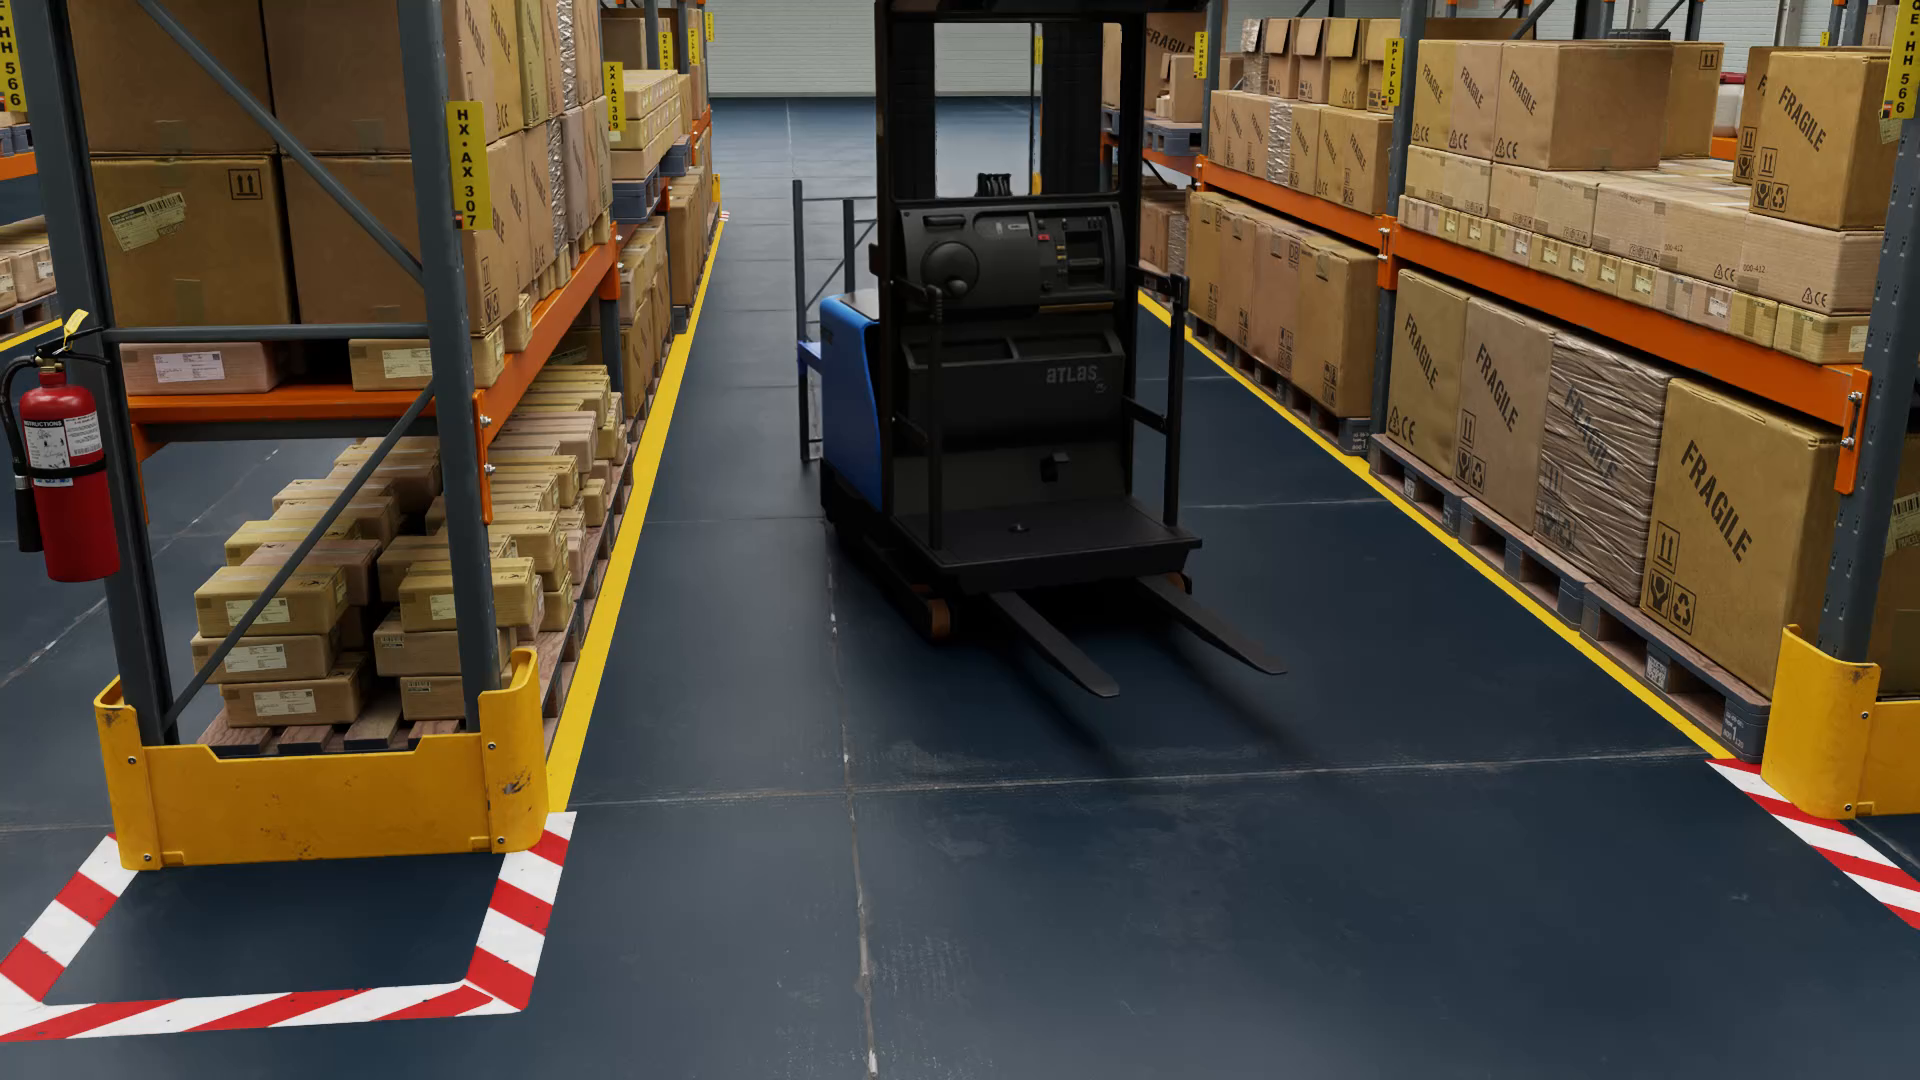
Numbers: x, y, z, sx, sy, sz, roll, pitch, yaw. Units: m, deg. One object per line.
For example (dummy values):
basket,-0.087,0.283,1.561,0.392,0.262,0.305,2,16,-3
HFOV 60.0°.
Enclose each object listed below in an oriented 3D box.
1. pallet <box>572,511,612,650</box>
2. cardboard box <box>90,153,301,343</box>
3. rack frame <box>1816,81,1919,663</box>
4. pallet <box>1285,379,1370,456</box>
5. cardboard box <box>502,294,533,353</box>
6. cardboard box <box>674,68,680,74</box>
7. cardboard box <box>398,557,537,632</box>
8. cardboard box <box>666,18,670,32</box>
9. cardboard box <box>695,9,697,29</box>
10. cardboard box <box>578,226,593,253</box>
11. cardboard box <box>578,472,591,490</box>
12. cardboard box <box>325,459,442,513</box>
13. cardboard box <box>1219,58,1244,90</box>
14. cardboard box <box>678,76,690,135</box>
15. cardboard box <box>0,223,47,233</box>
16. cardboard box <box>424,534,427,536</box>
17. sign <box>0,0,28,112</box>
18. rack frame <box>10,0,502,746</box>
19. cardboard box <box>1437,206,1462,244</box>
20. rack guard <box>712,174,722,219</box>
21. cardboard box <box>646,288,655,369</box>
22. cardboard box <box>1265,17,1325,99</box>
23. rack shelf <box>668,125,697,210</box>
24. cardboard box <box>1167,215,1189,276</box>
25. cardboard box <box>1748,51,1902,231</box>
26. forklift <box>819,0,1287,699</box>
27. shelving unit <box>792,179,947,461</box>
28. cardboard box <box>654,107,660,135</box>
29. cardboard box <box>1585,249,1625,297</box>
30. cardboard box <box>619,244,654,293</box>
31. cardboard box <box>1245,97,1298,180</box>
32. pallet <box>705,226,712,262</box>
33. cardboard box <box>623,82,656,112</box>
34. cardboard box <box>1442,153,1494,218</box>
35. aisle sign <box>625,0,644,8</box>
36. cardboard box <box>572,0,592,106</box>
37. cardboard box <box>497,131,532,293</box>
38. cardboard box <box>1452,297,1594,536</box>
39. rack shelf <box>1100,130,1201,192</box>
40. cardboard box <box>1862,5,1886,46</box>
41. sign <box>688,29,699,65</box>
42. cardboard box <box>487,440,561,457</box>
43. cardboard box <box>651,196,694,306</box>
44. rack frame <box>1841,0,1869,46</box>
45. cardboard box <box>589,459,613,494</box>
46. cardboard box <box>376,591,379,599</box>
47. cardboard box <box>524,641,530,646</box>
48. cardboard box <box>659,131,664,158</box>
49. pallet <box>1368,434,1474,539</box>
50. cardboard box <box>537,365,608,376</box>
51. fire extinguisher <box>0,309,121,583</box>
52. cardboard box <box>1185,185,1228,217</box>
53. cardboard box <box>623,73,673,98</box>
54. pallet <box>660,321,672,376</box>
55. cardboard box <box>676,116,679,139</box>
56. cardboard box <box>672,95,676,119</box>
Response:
pallet,-1.996,0.161,6.811,1.003,0.211,1.213,-2,18,-6
cardboard box,-2.119,-0.856,4.734,0.500,0.500,0.500,-1,17,-5
rack frame,3.128,-0.664,4.784,1.000,3.000,0.127,-2,18,-6
pallet,2.560,-0.753,9.723,1.003,0.211,1.213,-2,18,-6
cardboard box,-1.566,-0.684,5.267,0.380,0.149,0.250,-2,18,-7
cardboard box,-3.104,-4.297,16.106,0.875,0.550,0.550,-2,18,-6
cardboard box,-1.533,0.169,5.198,0.380,0.149,0.250,-3,18,-8
cardboard box,-2.997,-4.493,15.145,0.700,0.500,0.500,-2,18,-7
cardboard box,-3.212,-5.297,17.488,0.875,0.550,0.500,-2,18,-6
cardboard box,-1.864,-1.380,7.484,0.380,0.149,0.250,-1,17,-3
cardboard box,-1.821,-0.318,7.244,0.380,0.149,0.250,-1,17,-4
cardboard box,-2.209,-0.204,6.384,0.380,0.149,0.250,-2,18,-7
cardboard box,2.207,-3.455,12.807,0.500,0.500,0.500,-4,18,-12
cardboard box,-2.682,-3.866,14.817,0.500,0.500,0.500,-2,18,-6
cardboard box,-7.833,-2.509,14.348,0.950,0.372,0.625,-1,17,-2
cardboard box,-2.282,0.084,6.459,0.380,0.149,0.250,-1,17,-5
sign,-2.371,-1.233,4.136,0.100,0.325,0.005,-2,18,-6
rack frame,-1.816,-0.541,4.392,1.000,3.000,0.127,-2,18,-6
cardboard box,2.470,-1.481,7.805,0.380,0.149,0.250,-1,17,-4
rack guard,-3.469,-4.122,19.973,1.175,0.500,0.348,-2,18,-6
cardboard box,-2.165,-1.282,10.225,0.500,0.500,0.500,-1,17,-5
cardboard box,2.426,-3.161,10.897,0.797,0.503,0.637,-1,17,-4
rack shelf,-2.848,-3.177,13.990,1.077,0.370,4.000,-2,18,-6
cardboard box,2.143,-2.429,13.844,0.700,0.500,0.500,-3,18,-10
cardboard box,2.816,-1.229,5.086,0.500,0.500,0.500,-2,17,-5
forklift,0.288,-1.144,6.427,1.130,2.935,3.031,-6,18,-18
shelving unit,-0.465,-1.030,8.453,0.538,1.500,1.048,-6,18,-18
cardboard box,-1.925,-2.398,9.530,0.380,0.149,0.250,-1,17,-3
cardboard box,2.629,-1.022,6.343,0.380,0.149,0.250,-2,18,-5
cardboard box,-2.148,-1.637,10.104,0.500,0.250,0.500,-1,17,-4
cardboard box,2.194,-2.636,10.898,0.500,0.500,0.500,-2,18,-7
pallet,-3.055,-3.015,16.927,1.003,0.211,1.213,-2,18,-6
cardboard box,-1.894,-2.462,9.237,0.380,0.149,0.250,-2,18,-6
cardboard box,2.549,-1.630,7.614,0.500,0.250,0.500,-2,18,-6
aisle sign,-3.772,-6.560,19.224,0.394,0.787,0.004,-2,18,-6
cardboard box,-1.853,-2.114,7.069,0.500,0.500,0.500,-2,18,-7
cardboard box,-1.668,-1.031,5.291,0.500,0.500,0.500,-2,18,-6
cardboard box,2.796,-0.575,7.347,0.875,0.875,0.875,-2,18,-6
rack shelf,2.096,-3.300,14.382,1.077,0.370,4.000,-2,18,-6
cardboard box,11.372,-6.247,20.236,0.700,0.500,0.500,-2,18,-5
sign,-2.515,-4.650,15.681,0.100,0.325,0.005,-2,18,-6
cardboard box,-1.809,-0.295,6.674,0.380,0.149,0.250,-2,18,-6
cardboard box,-2.615,-2.236,12.845,1.050,0.750,0.750,-2,18,-6
rack frame,7.229,-3.200,12.864,1.000,3.000,0.127,-2,18,-6
cardboard box,-1.815,-0.310,7.714,0.380,0.149,0.250,-2,18,-7
cardboard box,-2.210,0.174,5.677,0.380,0.149,0.250,-2,18,-8
cardboard box,-1.693,0.304,5.760,0.380,0.149,0.250,-2,17,-5
cardboard box,-1.952,-2.334,9.821,0.380,0.149,0.250,-2,18,-7
pallet,2.716,-0.296,8.269,1.003,0.211,1.213,-2,18,-6
cardboard box,-1.933,-0.759,8.151,0.380,0.149,0.250,-1,17,-4
fire extinguisher,-2.249,-0.237,4.175,0.296,0.674,0.183,-2,18,-6
cardboard box,2.139,-2.779,13.708,0.500,0.250,0.500,0,17,1
cardboard box,-2.053,-2.924,10.709,0.380,0.149,0.250,-1,17,-4
pallet,-2.562,-1.361,11.660,1.003,0.211,1.213,-2,18,-6
cardboard box,-2.110,-2.798,11.300,0.380,0.149,0.250,-2,18,-6
cardboard box,-2.079,-2.856,10.988,0.380,0.149,0.250,-1,17,-4
